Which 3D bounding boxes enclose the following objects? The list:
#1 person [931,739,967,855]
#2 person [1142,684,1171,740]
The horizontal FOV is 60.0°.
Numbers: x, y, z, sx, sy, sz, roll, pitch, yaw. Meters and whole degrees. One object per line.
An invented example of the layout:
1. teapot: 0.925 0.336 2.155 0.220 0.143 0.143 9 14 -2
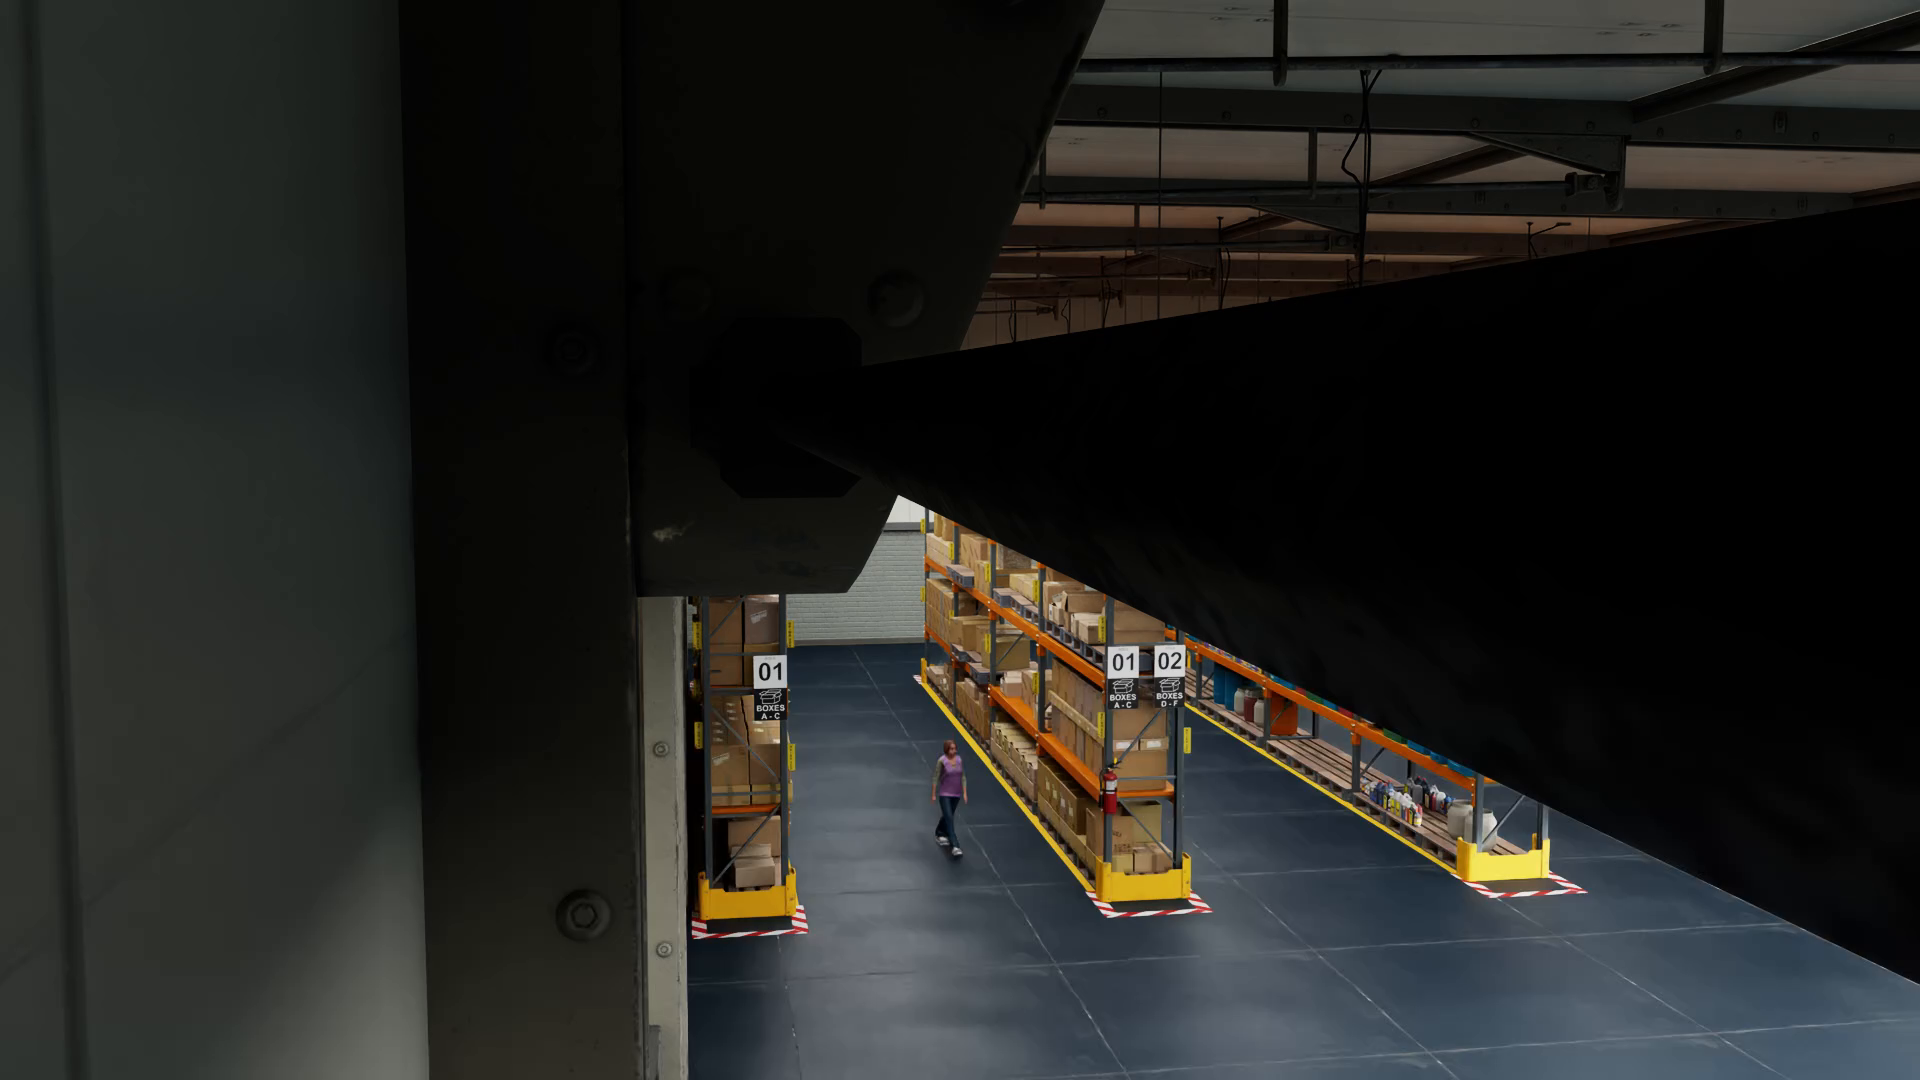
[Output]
1. person: -0.120 3.519 22.932 0.456 1.543 0.967 -4 6 -36
2. person: 3.622 2.740 30.653 0.594 1.744 0.969 0 5 4
